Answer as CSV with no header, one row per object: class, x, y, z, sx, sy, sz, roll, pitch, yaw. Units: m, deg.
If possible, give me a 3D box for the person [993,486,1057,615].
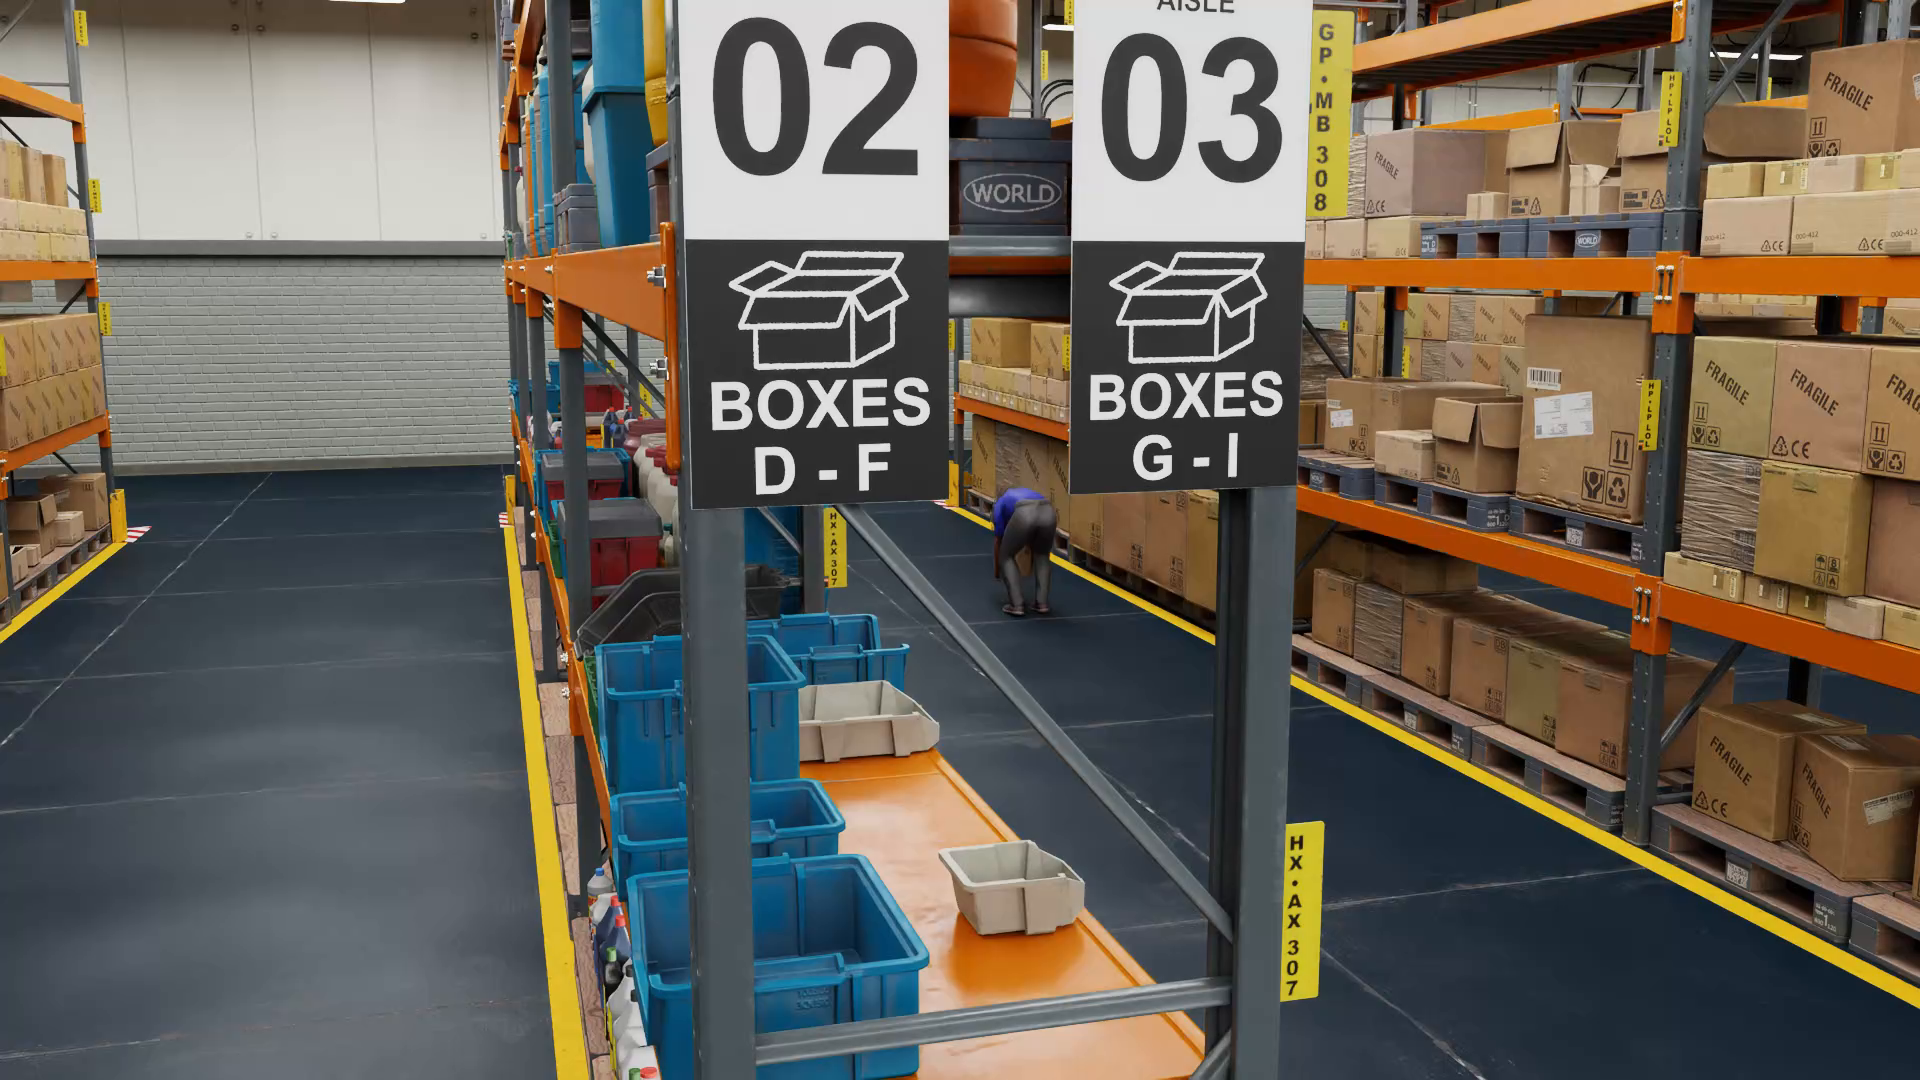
person,0.490,0.072,13.519,0.432,0.991,0.878,-3,10,-18
